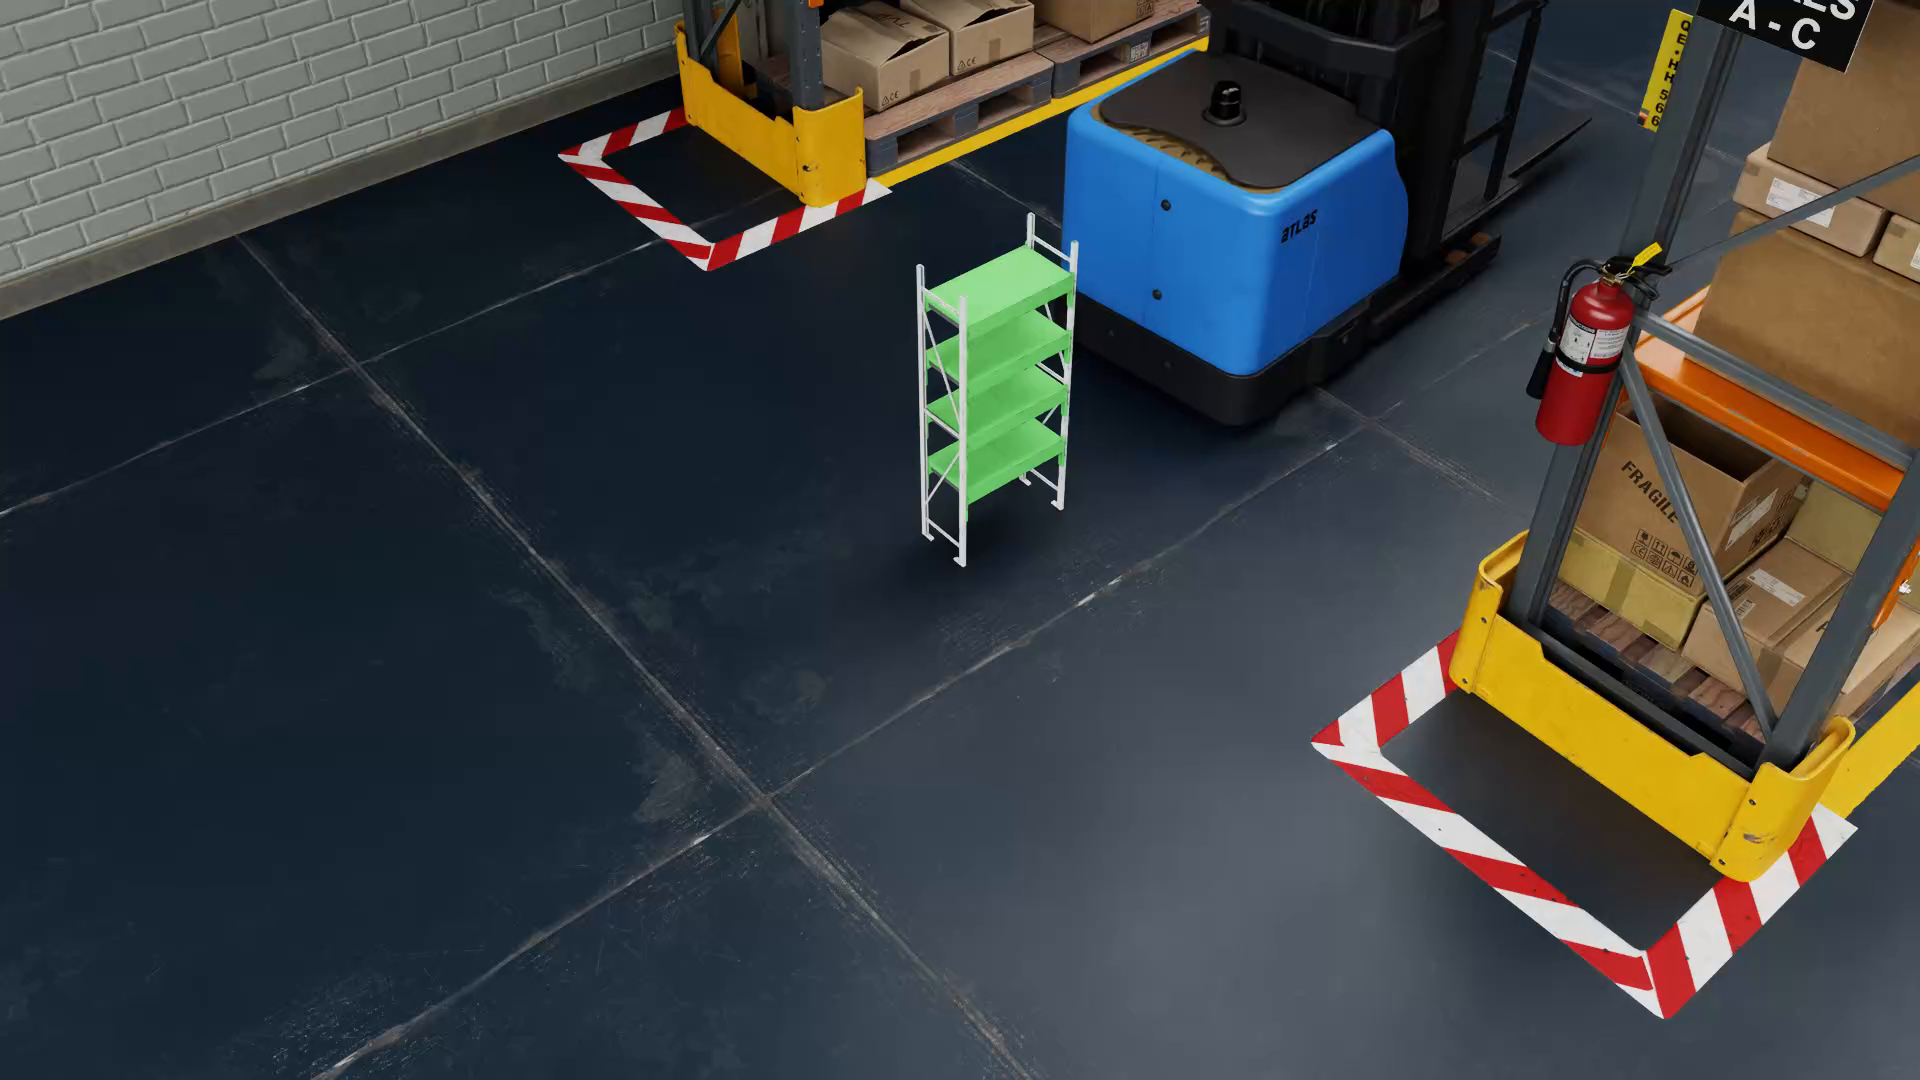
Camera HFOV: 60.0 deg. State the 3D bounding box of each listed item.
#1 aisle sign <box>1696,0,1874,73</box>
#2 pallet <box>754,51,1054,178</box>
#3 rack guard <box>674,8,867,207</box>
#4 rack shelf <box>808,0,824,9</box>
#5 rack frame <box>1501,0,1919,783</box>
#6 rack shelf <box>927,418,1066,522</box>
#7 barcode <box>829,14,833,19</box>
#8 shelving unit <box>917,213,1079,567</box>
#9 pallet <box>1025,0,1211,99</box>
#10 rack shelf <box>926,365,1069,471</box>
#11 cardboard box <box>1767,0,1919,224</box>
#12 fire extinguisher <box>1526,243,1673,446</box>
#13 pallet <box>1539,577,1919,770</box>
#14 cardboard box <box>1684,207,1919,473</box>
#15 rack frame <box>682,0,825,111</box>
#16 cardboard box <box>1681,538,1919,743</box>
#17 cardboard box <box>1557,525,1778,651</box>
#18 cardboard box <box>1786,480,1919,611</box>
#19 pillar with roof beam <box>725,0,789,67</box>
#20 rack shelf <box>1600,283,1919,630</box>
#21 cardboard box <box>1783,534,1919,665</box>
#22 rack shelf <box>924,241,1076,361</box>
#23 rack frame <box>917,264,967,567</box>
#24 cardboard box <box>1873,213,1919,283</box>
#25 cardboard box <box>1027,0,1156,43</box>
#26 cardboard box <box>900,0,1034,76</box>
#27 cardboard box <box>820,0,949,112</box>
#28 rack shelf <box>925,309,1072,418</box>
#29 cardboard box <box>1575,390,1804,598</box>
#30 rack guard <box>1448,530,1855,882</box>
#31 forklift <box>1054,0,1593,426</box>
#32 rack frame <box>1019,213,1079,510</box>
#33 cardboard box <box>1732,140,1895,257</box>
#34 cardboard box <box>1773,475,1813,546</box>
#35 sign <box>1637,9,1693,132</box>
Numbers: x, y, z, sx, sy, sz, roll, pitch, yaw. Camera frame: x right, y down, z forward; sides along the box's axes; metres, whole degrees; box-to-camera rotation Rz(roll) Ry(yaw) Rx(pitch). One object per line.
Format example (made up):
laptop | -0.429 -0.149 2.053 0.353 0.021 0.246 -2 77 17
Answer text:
aisle sign | 1.950 -1.486 3.742 0.004 0.787 0.394 -30 51 -28
pallet | -0.288 -2.367 8.617 1.213 0.211 1.003 -30 51 -28
rack guard | -0.934 -2.134 8.158 0.348 0.500 1.175 -30 51 -28
rack shelf | 0.542 -3.629 8.448 4.000 0.370 1.077 -30 51 -28
rack frame | 2.189 -0.413 4.498 0.127 3.000 1.000 -30 51 -28
rack shelf | 0.127 -0.289 6.125 0.480 0.148 0.258 -30 51 -28
barcode | -0.646 -2.671 8.538 0.075 0.075 0.001 -30 51 -28
shelving unit | 0.127 -0.510 5.917 0.503 1.200 0.258 -30 51 -28
pallet | 0.647 -2.900 9.184 1.213 0.211 1.003 -30 51 -28
rack shelf | 0.127 -0.463 5.960 0.480 0.148 0.258 -30 51 -28
cardboard box | 2.596 -1.144 4.256 0.500 0.500 0.700 -30 51 -28
fire extinguisher | 1.800 -0.576 4.729 0.183 0.674 0.296 -30 51 -28
pallet | 2.749 0.246 5.834 1.213 0.211 1.003 -30 51 -28
cardboard box | 2.555 -0.647 4.675 0.500 0.500 0.700 -30 51 -28
rack frame | -0.992 -3.012 7.266 0.127 3.000 1.000 -30 51 -28
cardboard box | 2.743 0.318 5.422 0.500 0.250 0.500 -30 51 -28
cardboard box | 2.411 0.046 5.712 0.500 0.250 0.500 -30 51 -28
cardboard box | 3.126 -0.176 5.400 0.500 0.500 0.500 -30 51 -28
pillar with roof beam | 1.752 -3.700 3.617 0.400 9.000 9.100 -30 51 -28
rack shelf | 3.723 -1.029 5.680 4.000 0.370 1.077 -30 51 -28
cardboard box | 3.124 0.096 5.658 0.500 0.250 0.500 -30 51 -28
rack shelf | 0.127 -0.813 5.632 0.480 0.148 0.258 -30 51 -28
rack frame | -0.060 -0.403 5.803 0.015 1.200 0.240 -30 51 -28
cardboard box | 2.628 -0.745 4.305 0.250 0.149 0.380 -30 51 -28
cardboard box | 0.629 -3.064 8.826 0.500 0.500 0.700 -33 52 -30
cardboard box | 0.034 -2.700 8.576 0.500 0.311 0.500 -26 49 -25
cardboard box | -0.404 -2.449 8.309 0.500 0.311 0.500 33 52 30
rack shelf | 0.127 -0.638 5.796 0.480 0.148 0.258 -30 51 -28
cardboard box | 2.410 -0.229 5.456 0.500 0.500 0.500 -30 51 -28
rack guard | 2.171 0.509 5.343 0.348 0.500 1.175 -30 51 -28
forklift | 1.801 -2.428 6.694 1.130 2.935 3.031 34 53 31
rack frame | 0.314 -0.617 6.031 0.015 1.200 0.240 -30 51 -28
cardboard box | 2.360 -0.953 4.527 0.250 0.149 0.380 -31 51 -28
cardboard box | 2.787 -0.180 5.952 0.500 0.250 0.500 -30 51 -28
sign | 1.852 -1.212 4.331 0.005 0.325 0.100 -30 51 -28
